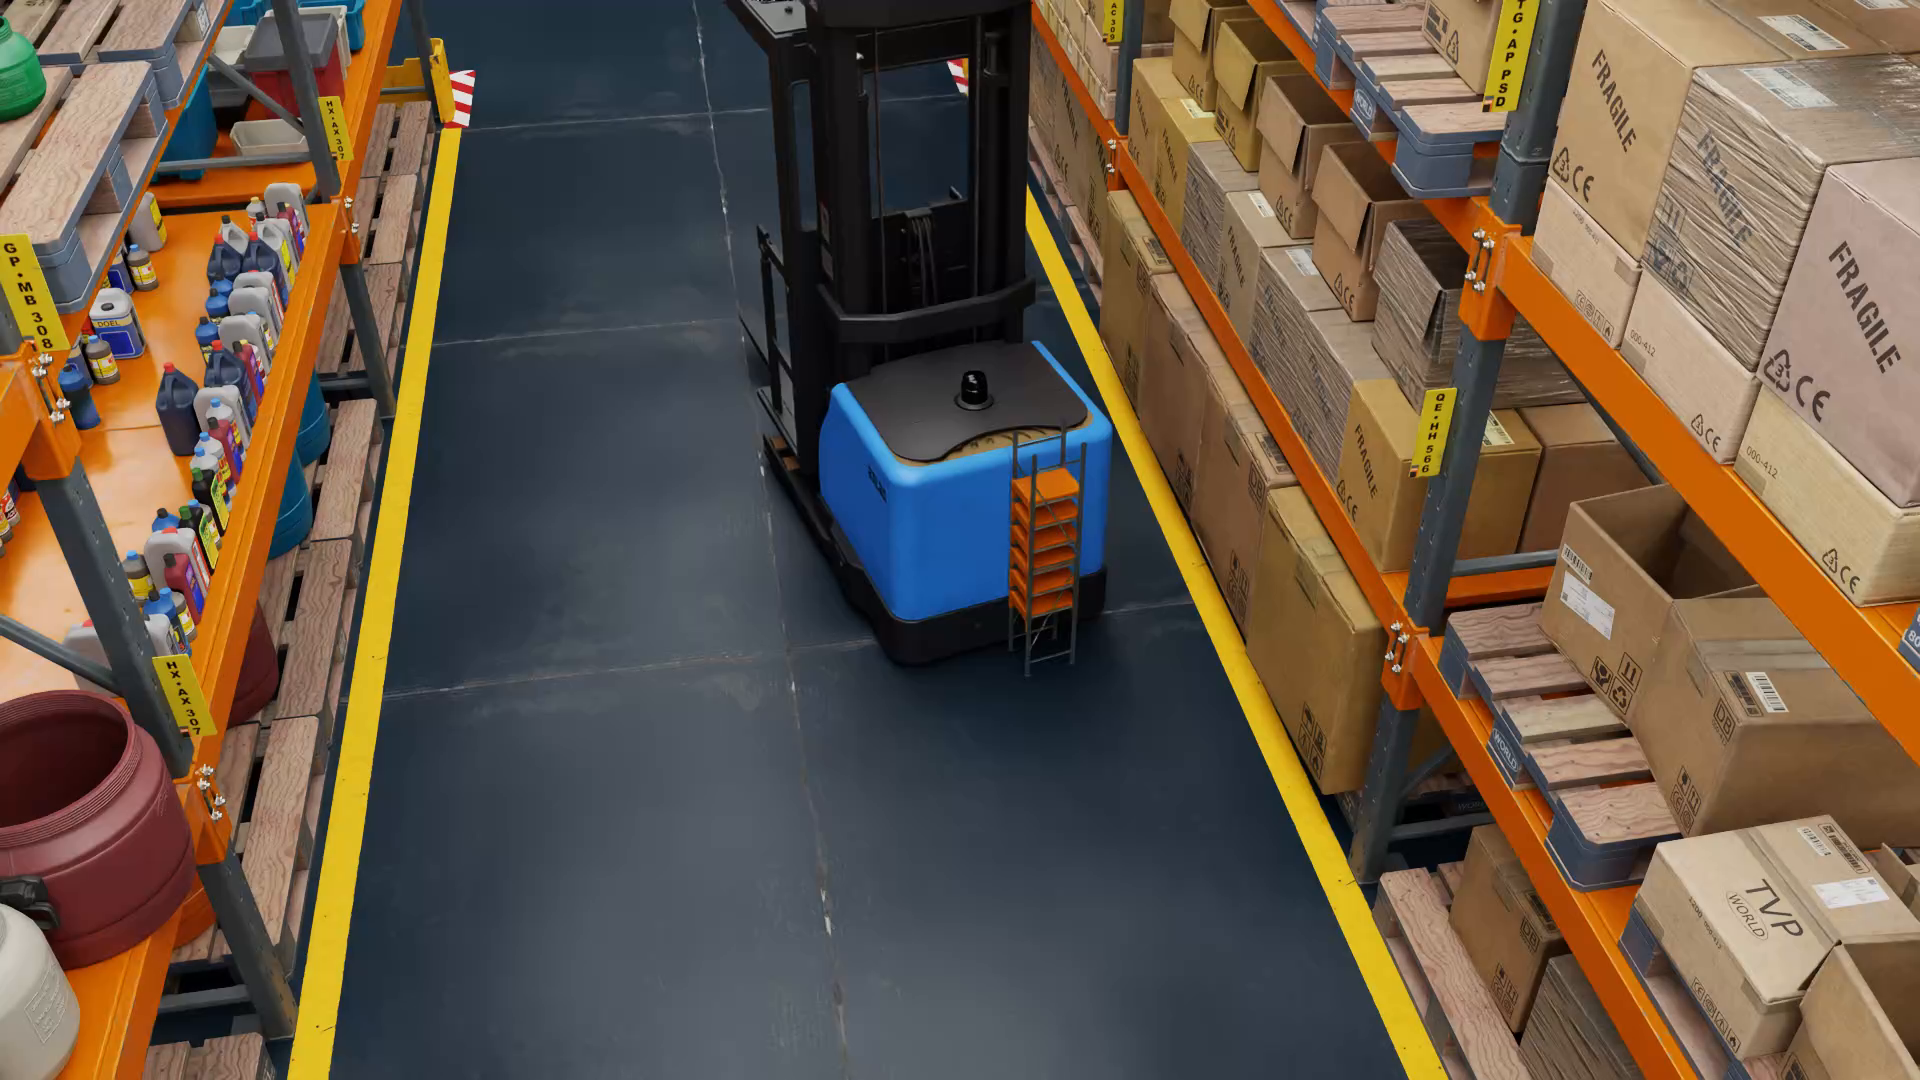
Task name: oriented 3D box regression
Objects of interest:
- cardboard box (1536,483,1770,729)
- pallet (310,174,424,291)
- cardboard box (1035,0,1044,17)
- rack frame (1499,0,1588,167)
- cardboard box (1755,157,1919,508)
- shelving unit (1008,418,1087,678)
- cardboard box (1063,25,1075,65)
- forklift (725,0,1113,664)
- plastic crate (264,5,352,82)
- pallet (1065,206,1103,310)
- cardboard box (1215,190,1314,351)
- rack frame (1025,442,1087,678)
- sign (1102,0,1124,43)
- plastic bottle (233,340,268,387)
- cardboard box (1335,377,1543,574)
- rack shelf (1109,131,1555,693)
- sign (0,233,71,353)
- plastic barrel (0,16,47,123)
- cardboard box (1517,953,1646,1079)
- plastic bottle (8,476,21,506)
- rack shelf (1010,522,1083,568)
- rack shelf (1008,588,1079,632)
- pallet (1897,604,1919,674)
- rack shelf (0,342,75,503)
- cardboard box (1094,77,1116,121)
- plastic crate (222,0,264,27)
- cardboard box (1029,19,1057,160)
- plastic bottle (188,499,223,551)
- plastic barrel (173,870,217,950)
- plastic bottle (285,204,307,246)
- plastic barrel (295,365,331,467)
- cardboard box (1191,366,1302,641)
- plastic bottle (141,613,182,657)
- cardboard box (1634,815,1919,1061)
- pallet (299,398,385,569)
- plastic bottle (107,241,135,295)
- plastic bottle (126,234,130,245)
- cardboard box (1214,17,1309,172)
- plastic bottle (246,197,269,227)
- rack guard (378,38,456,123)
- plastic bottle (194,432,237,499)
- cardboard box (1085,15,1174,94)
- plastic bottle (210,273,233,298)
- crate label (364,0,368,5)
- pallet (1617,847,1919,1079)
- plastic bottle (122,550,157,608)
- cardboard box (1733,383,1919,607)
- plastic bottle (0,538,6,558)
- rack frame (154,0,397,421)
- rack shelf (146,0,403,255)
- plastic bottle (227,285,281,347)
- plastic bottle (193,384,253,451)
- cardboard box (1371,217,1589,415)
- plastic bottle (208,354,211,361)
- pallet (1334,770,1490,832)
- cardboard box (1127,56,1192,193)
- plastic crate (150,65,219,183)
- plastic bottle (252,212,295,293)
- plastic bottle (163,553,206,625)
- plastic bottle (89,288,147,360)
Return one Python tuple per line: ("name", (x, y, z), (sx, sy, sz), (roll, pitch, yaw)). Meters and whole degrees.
("cardboard box", (2.155, 0.180, 5.049), (0.500, 0.500, 0.500), (-11, 39, -14))
("pallet", (-3.941, -1.897, 10.419), (1.003, 0.211, 1.213), (-6, 38, -8))
("cardboard box", (0.674, -3.332, 10.199), (0.380, 0.149, 0.250), (-6, 38, -7))
("rack frame", (2.021, -2.305, 3.782), (1.000, 3.000, 0.127), (-6, 38, -8))
("cardboard box", (2.030, -0.436, 3.333), (0.500, 0.500, 0.500), (-7, 38, -9))
("shelving unit", (0.363, 0.056, 7.100), (0.258, 1.200, 0.189), (-14, 40, -18))
("cardboard box", (0.808, -2.868, 9.601), (0.380, 0.149, 0.250), (-6, 38, -7))
("forklift", (-0.367, -1.514, 7.710), (1.130, 2.935, 3.031), (-14, 40, -18))
("plastic crate", (-3.643, -2.738, 9.278), (0.437, 0.282, 0.530), (-6, 38, -8))
("pallet", (1.263, -1.719, 10.190), (1.003, 0.211, 1.213), (-6, 38, -8))
("cardboard box", (1.426, -1.170, 7.129), (0.500, 0.500, 0.500), (-6, 38, -7))
("rack frame", (0.398, 0.108, 7.034), (0.240, 1.200, 0.006), (-14, 40, -18))
("sign", (0.773, -2.665, 8.365), (0.100, 0.325, 0.005), (-6, 38, -8))
("plastic bottle", (-2.905, -0.724, 6.799), (0.097, 0.201, 0.097), (0, 38, 0))
("cardboard box", (1.690, -0.247, 5.942), (0.500, 0.500, 0.500), (-5, 38, -7))
("rack shelf", (1.670, -0.860, 7.398), (1.077, 0.370, 4.000), (-6, 38, -8))
("sign", (-2.315, -0.610, 4.131), (0.100, 0.325, 0.005), (-6, 38, -8))
("plastic barrel", (-2.815, -1.357, 4.791), (0.294, 0.245, 0.294), (0, 38, 0))
("cardboard box", (2.268, 1.613, 5.307), (0.700, 0.500, 0.500), (-9, 39, -12))
("plastic bottle", (-3.547, -0.246, 6.117), (0.061, 0.283, 0.133), (-6, 38, -8))
("rack shelf", (0.363, -0.004, 7.054), (0.258, 0.103, 0.180), (-14, 40, -18))
("rack shelf", (0.363, 0.280, 7.275), (0.258, 0.103, 0.180), (-14, 40, -18))
("pallet", (2.534, 0.359, 2.951), (1.213, 0.211, 1.003), (-6, 38, -8))
("rack shelf", (-2.505, 0.904, 2.683), (1.077, 0.370, 4.000), (-6, 38, -8))
("cardboard box", (0.944, -2.402, 9.001), (0.380, 0.149, 0.250), (-6, 38, -8))
("plastic crate", (-4.255, -3.032, 9.695), (0.416, 0.233, 0.300), (-6, 38, -8))
("cardboard box", (0.969, -3.167, 11.172), (0.875, 0.875, 0.875), (-6, 38, -8))
("plastic bottle", (-2.711, -0.054, 5.937), (0.097, 0.201, 0.097), (0, 38, 0))
("plastic barrel", (-2.958, 0.994, 5.852), (0.600, 0.830, 0.708), (-6, 38, -8))
("plastic bottle", (-3.122, -1.471, 7.760), (0.097, 0.201, 0.097), (0, 38, 0))
("plastic barrel", (-3.478, -0.826, 8.137), (0.600, 0.901, 0.708), (-6, 38, -8))
("cardboard box", (1.772, -0.221, 7.379), (1.225, 0.875, 0.875), (-6, 38, -8))
("plastic bottle", (-2.613, 0.349, 5.356), (0.152, 0.276, 0.135), (-6, 38, -8))
("cardboard box", (2.088, 0.994, 4.205), (0.500, 0.250, 0.500), (-7, 38, -9))
("pallet", (-3.462, -0.248, 8.297), (1.003, 0.211, 1.213), (-6, 38, -8))
("plastic bottle", (-3.787, -1.229, 7.388), (0.152, 0.276, 0.135), (-6, 38, -8))
("plastic bottle", (-3.912, -1.506, 7.739), (0.061, 0.283, 0.133), (-6, 38, -8))
("cardboard box", (1.549, -1.987, 7.364), (0.797, 0.503, 0.637), (-6, 38, -7))
("plastic bottle", (-3.289, -1.513, 7.814), (0.097, 0.201, 0.097), (0, 38, 0))
("rack guard", (-4.275, -3.261, 11.941), (1.175, 0.500, 0.348), (-6, 38, -8))
("plastic bottle", (-2.768, -0.280, 6.170), (0.097, 0.271, 0.097), (0, 38, 0))
("cardboard box", (0.984, -2.649, 8.994), (0.500, 0.250, 0.500), (-7, 38, -9))
("plastic bottle", (-3.136, -1.015, 7.117), (0.097, 0.271, 0.097), (0, 38, 0))
("crate label", (-3.827, -3.340, 10.170), (0.396, 0.136, 0.243), (-6, 38, -8))
("pallet", (2.408, 1.331, 4.148), (1.003, 0.211, 1.213), (-6, 38, -8))
("plastic bottle", (-2.814, 0.124, 5.707), (0.097, 0.201, 0.097), (0, 38, 0))
("cardboard box", (2.042, -0.131, 3.550), (0.500, 0.250, 0.500), (-5, 38, -7))
("plastic bottle", (-3.474, -0.028, 5.904), (0.097, 0.201, 0.097), (0, 38, 0))
("rack frame", (-3.557, -1.819, 8.047), (1.000, 3.000, 0.127), (-6, 38, -8))
("rack shelf", (-3.907, -2.743, 9.823), (1.077, 0.370, 4.000), (-6, 38, -8))
("plastic bottle", (-2.993, -0.961, 7.043), (0.152, 0.276, 0.135), (-6, 38, -8))
("plastic bottle", (-2.856, -0.488, 6.435), (0.152, 0.276, 0.135), (-6, 38, -8))
("cardboard box", (1.909, -0.815, 5.855), (0.797, 0.503, 0.637), (-5, 38, -6))
("plastic bottle", (-2.942, -0.665, 6.665), (0.097, 0.271, 0.097), (0, 38, 0))
("pallet", (1.957, 0.681, 7.102), (1.003, 0.211, 1.213), (-6, 38, -8))
("cardboard box", (1.154, -2.087, 8.310), (0.500, 0.500, 0.500), (-6, 38, -8))
("plastic crate", (-3.974, -2.082, 8.349), (0.392, 0.384, 0.575), (-6, 38, -8))
("plastic bottle", (-3.073, -1.280, 7.393), (0.144, 0.351, 0.185), (-6, 38, -8))
("plastic bottle", (-2.626, 0.143, 5.616), (0.061, 0.283, 0.133), (-6, 38, -8))
("plastic bottle", (-3.539, -0.907, 6.974), (0.152, 0.276, 0.135), (-6, 38, -8))
